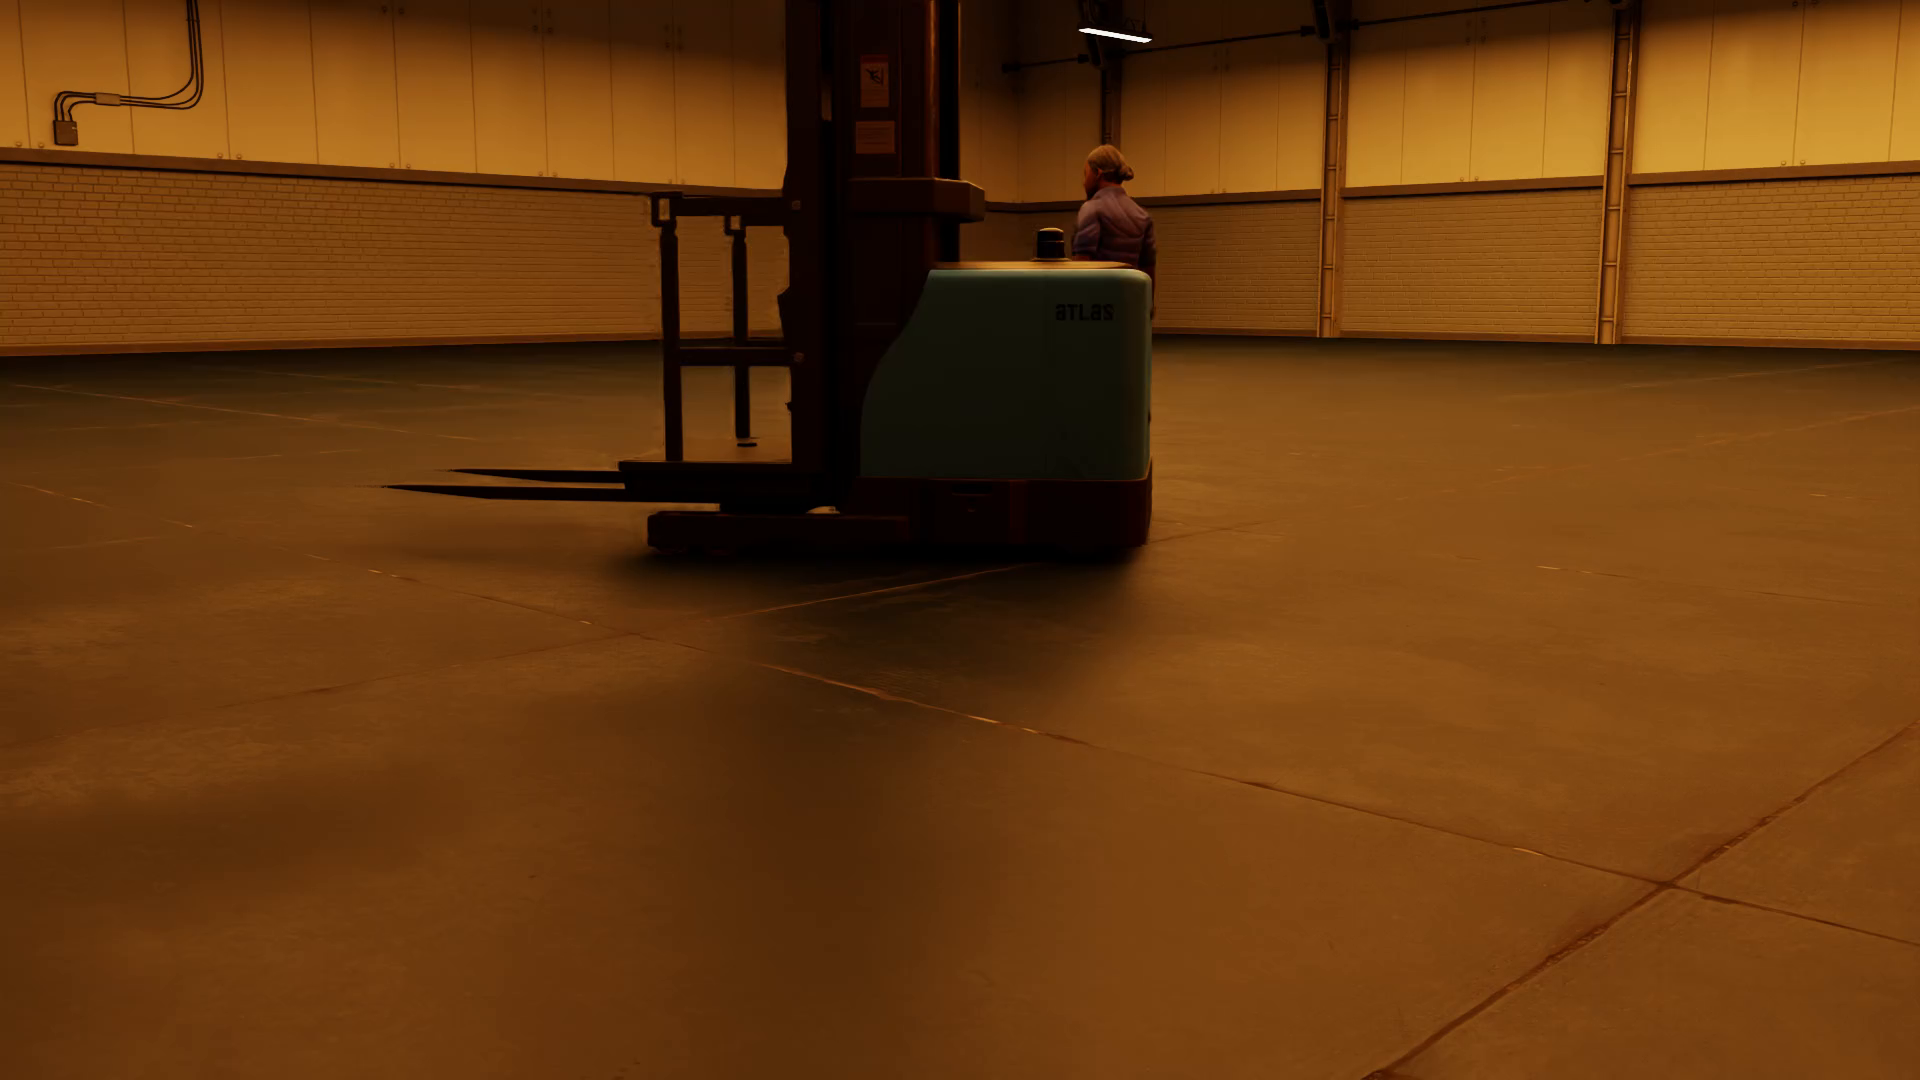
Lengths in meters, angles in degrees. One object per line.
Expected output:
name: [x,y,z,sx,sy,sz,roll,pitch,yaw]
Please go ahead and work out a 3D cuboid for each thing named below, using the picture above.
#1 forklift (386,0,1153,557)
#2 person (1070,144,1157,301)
forklift: [-0.753,-1.463,6.588,3.031,2.935,1.130,1,9,8]
person: [0.643,-0.963,7.611,0.650,1.661,0.363,-7,11,-40]
